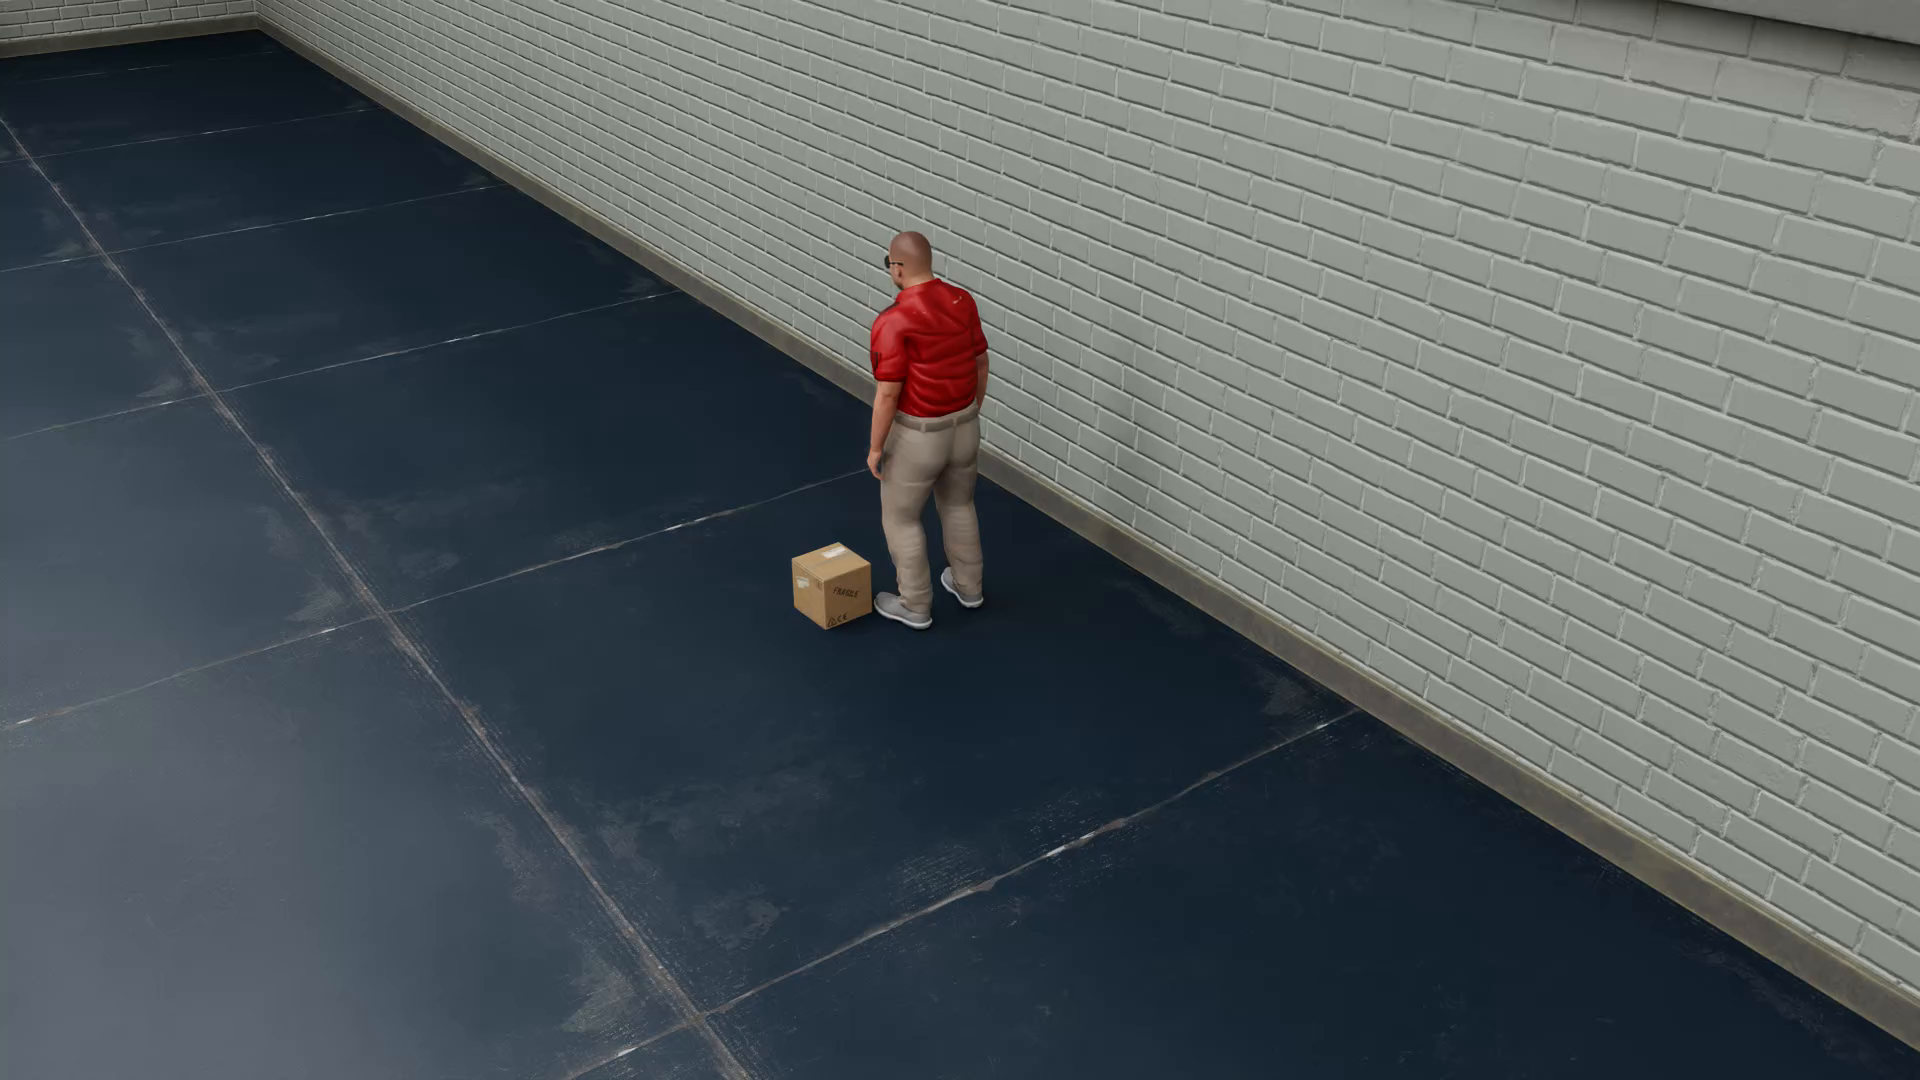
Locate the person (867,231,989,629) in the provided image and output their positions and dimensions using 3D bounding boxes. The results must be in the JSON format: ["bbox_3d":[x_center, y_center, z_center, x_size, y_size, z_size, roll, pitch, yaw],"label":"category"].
[{"bbox_3d":[-0.137,-0.448,6.967,0.599,1.726,0.393,-21,35,-33],"label":"person"}]
